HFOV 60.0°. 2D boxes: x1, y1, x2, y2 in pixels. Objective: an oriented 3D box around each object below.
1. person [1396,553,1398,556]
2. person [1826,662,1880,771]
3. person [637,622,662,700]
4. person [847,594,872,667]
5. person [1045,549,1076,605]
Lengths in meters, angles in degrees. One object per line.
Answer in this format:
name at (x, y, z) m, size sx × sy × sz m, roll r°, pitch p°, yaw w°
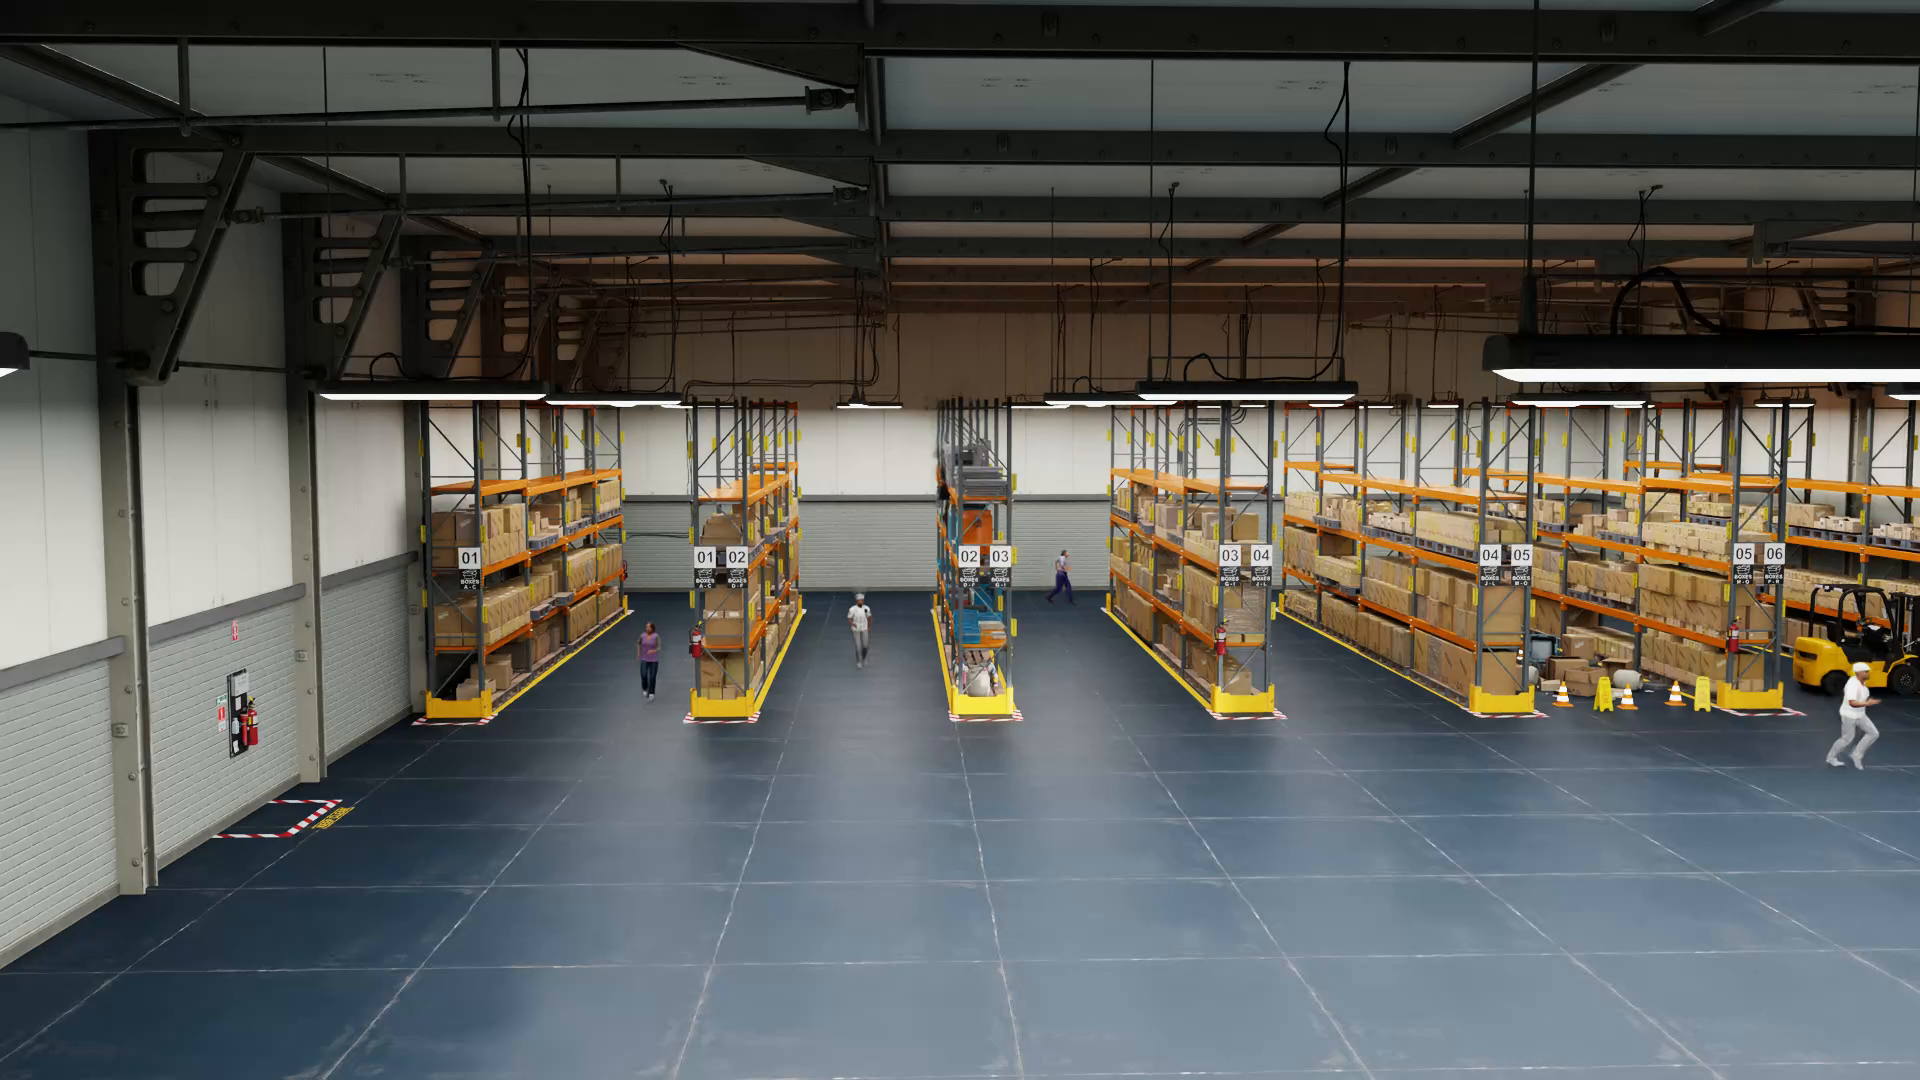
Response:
person at (13.283, 1.146, 49.279) m, size 0.865 × 1.567 × 0.681 m, roll 1°, pitch 4°, yaw 9°
person at (14.232, 2.800, 26.449) m, size 0.733 × 1.745 × 0.802 m, roll -4°, pitch 6°, yaw -43°
person at (-6.146, 2.391, 32.797) m, size 0.501 × 1.566 × 0.625 m, roll 0°, pitch 4°, yaw -4°
person at (-2.223, 2.021, 37.075) m, size 0.576 × 1.662 × 0.580 m, roll -1°, pitch 4°, yaw -9°
person at (2.975, 1.116, 49.186) m, size 0.949 × 1.681 × 0.625 m, roll 0°, pitch 4°, yaw 1°
